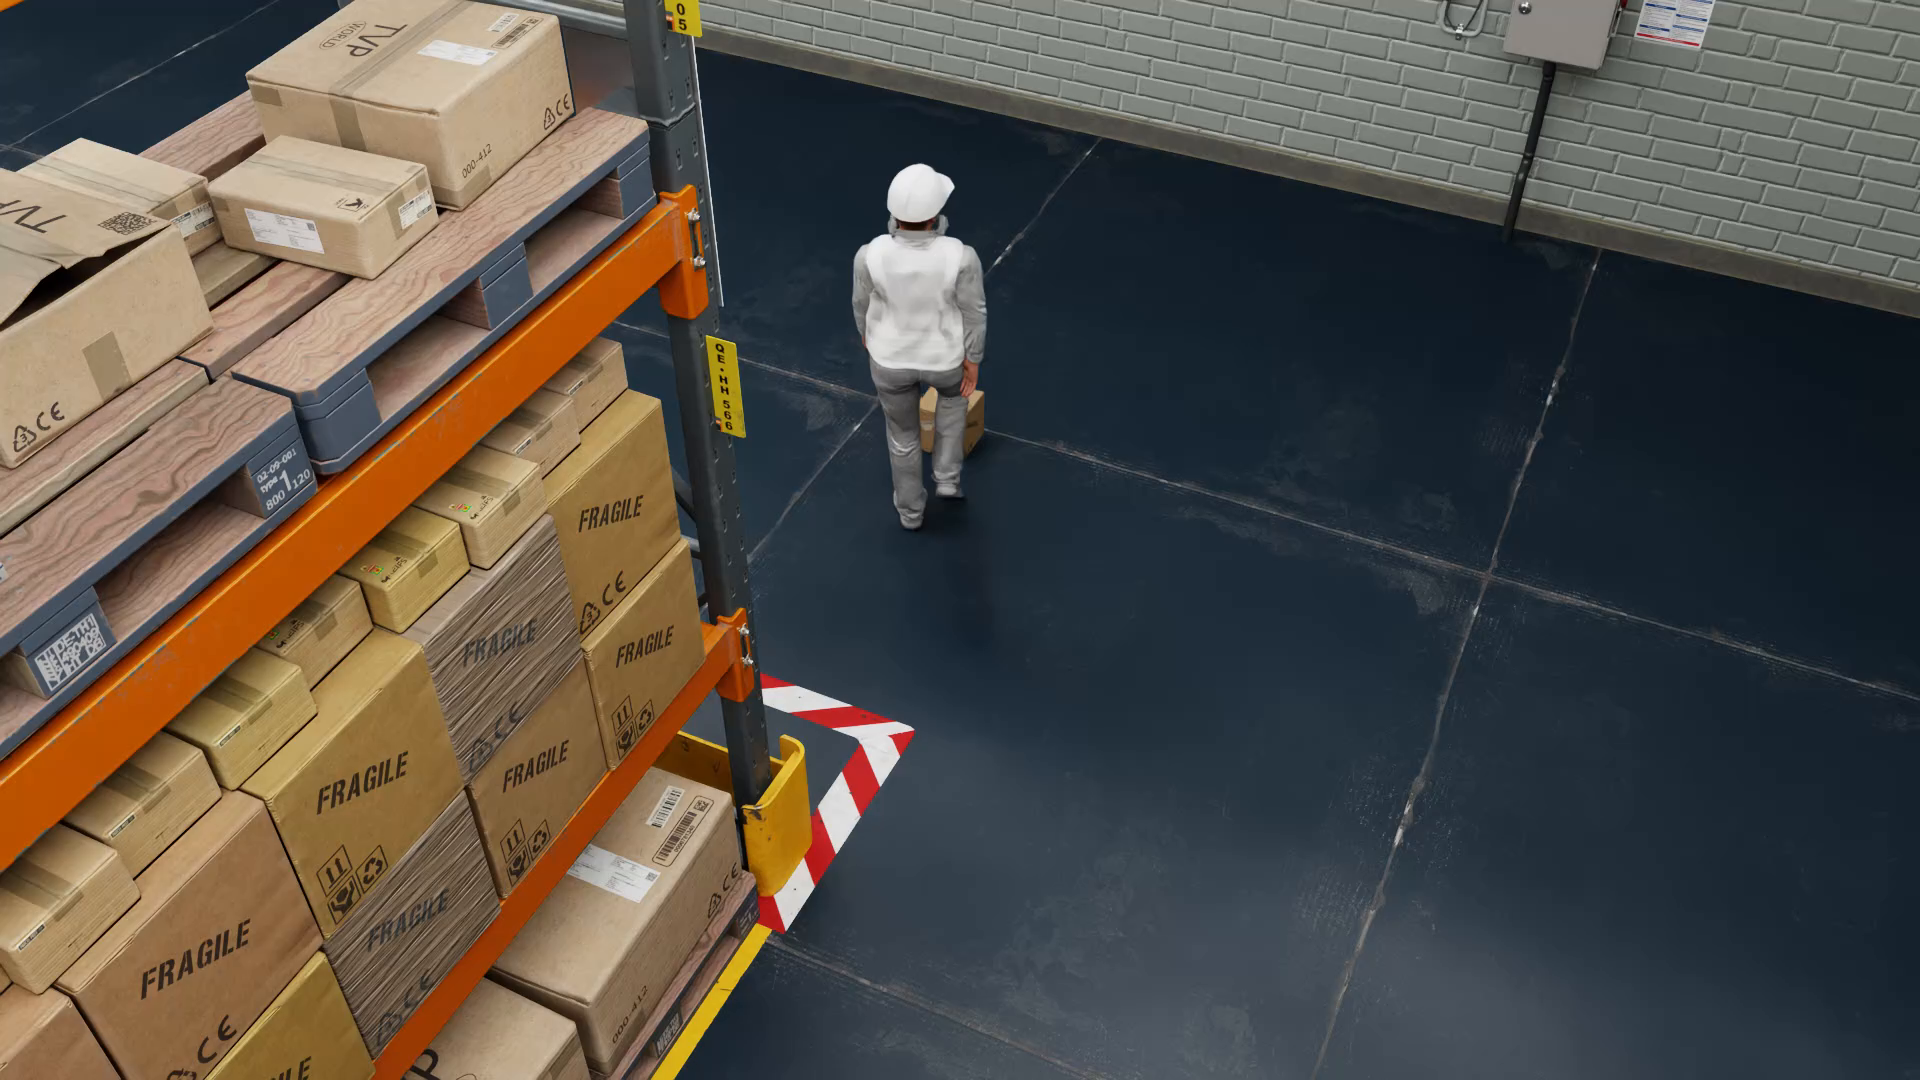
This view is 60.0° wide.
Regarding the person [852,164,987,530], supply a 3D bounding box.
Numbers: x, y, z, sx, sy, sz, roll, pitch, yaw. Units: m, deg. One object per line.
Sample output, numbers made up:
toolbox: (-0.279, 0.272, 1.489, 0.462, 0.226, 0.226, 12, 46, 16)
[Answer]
person: (-0.171, -0.819, 7.061, 0.551, 1.809, 0.483, -2, 42, -2)
